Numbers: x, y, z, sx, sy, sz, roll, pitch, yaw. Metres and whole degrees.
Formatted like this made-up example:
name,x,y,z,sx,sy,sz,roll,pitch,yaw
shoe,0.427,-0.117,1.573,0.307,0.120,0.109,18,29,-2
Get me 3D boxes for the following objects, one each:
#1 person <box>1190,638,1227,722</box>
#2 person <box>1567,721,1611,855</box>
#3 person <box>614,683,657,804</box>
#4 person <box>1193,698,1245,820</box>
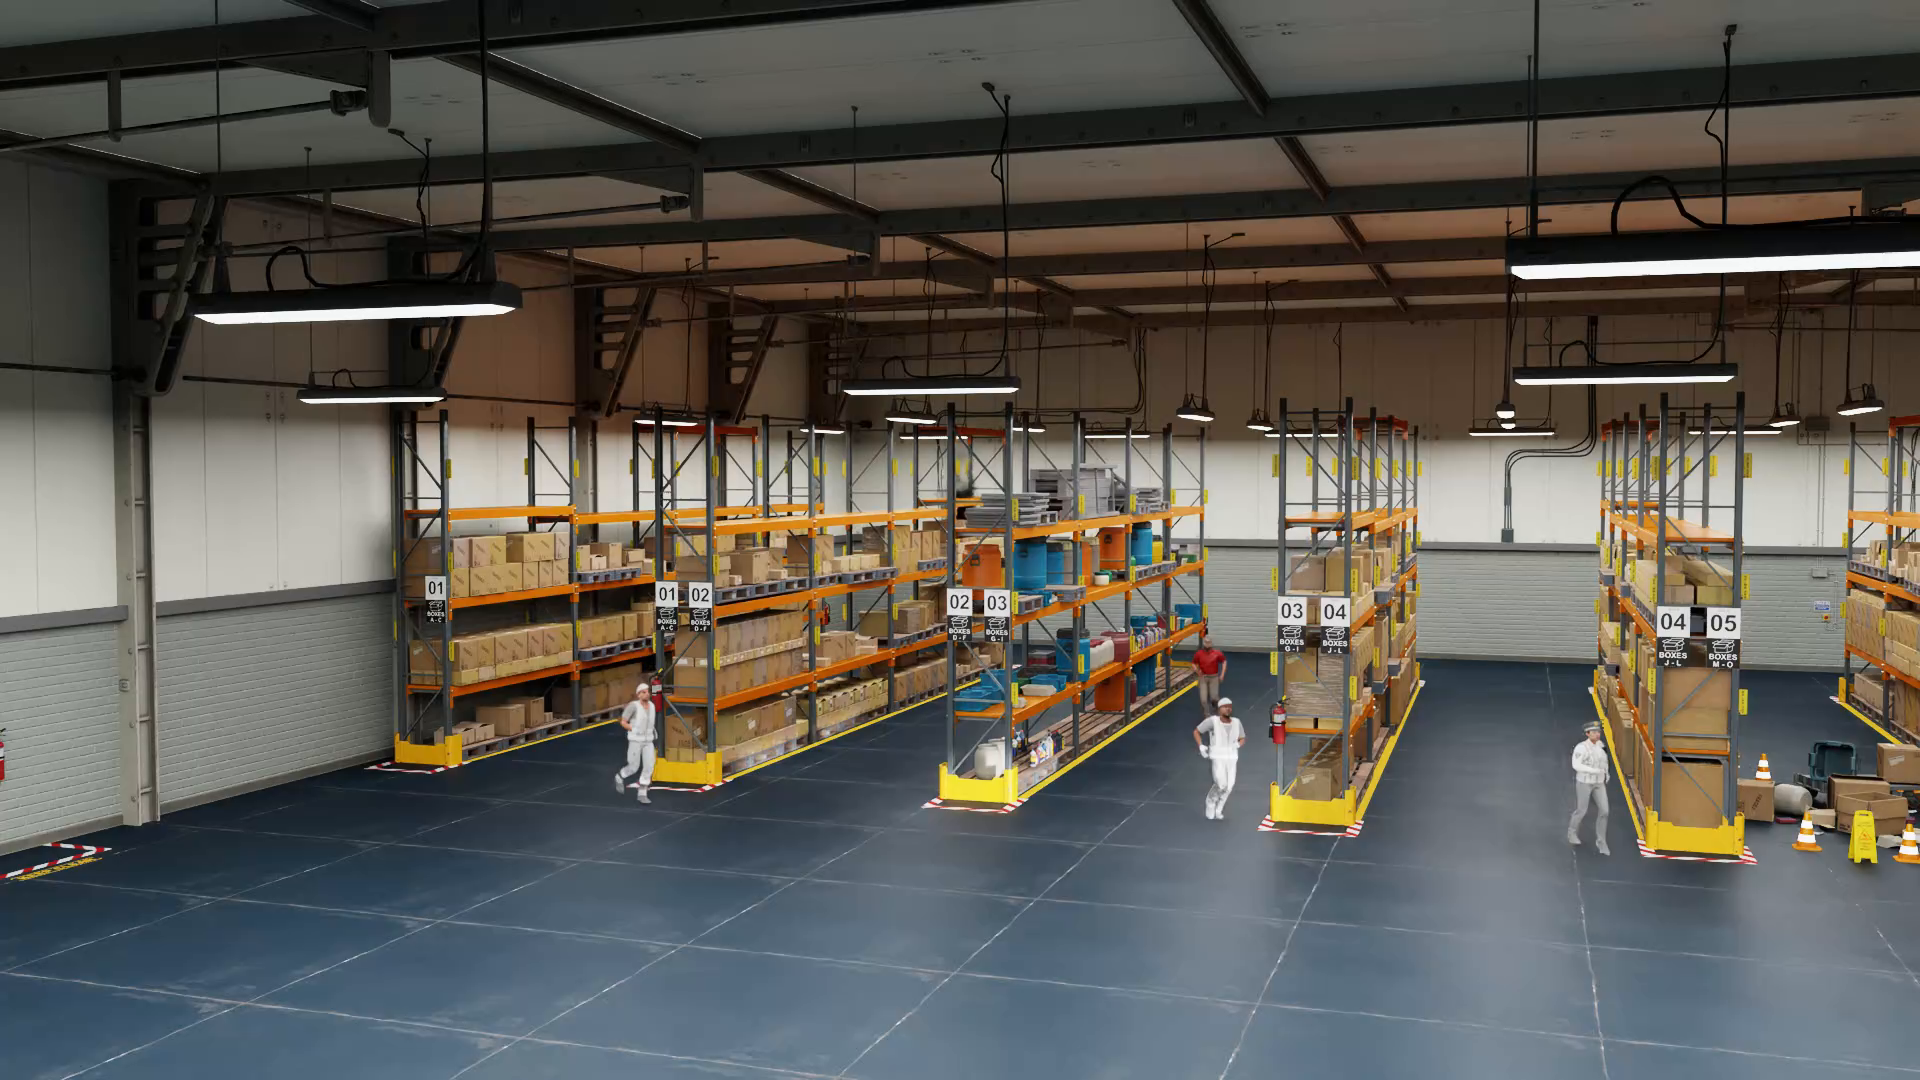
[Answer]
name,x,y,z,sx,sy,sz,roll,pitch,yaw
person,4.873,2.763,32.638,0.705,1.693,0.585,0,2,11
person,8.271,3.233,21.795,0.633,1.766,0.742,-1,3,-14
person,-4.842,3.048,25.119,0.660,1.775,0.839,-2,3,-42
person,3.744,3.111,23.615,0.694,1.727,0.589,-1,3,-20
